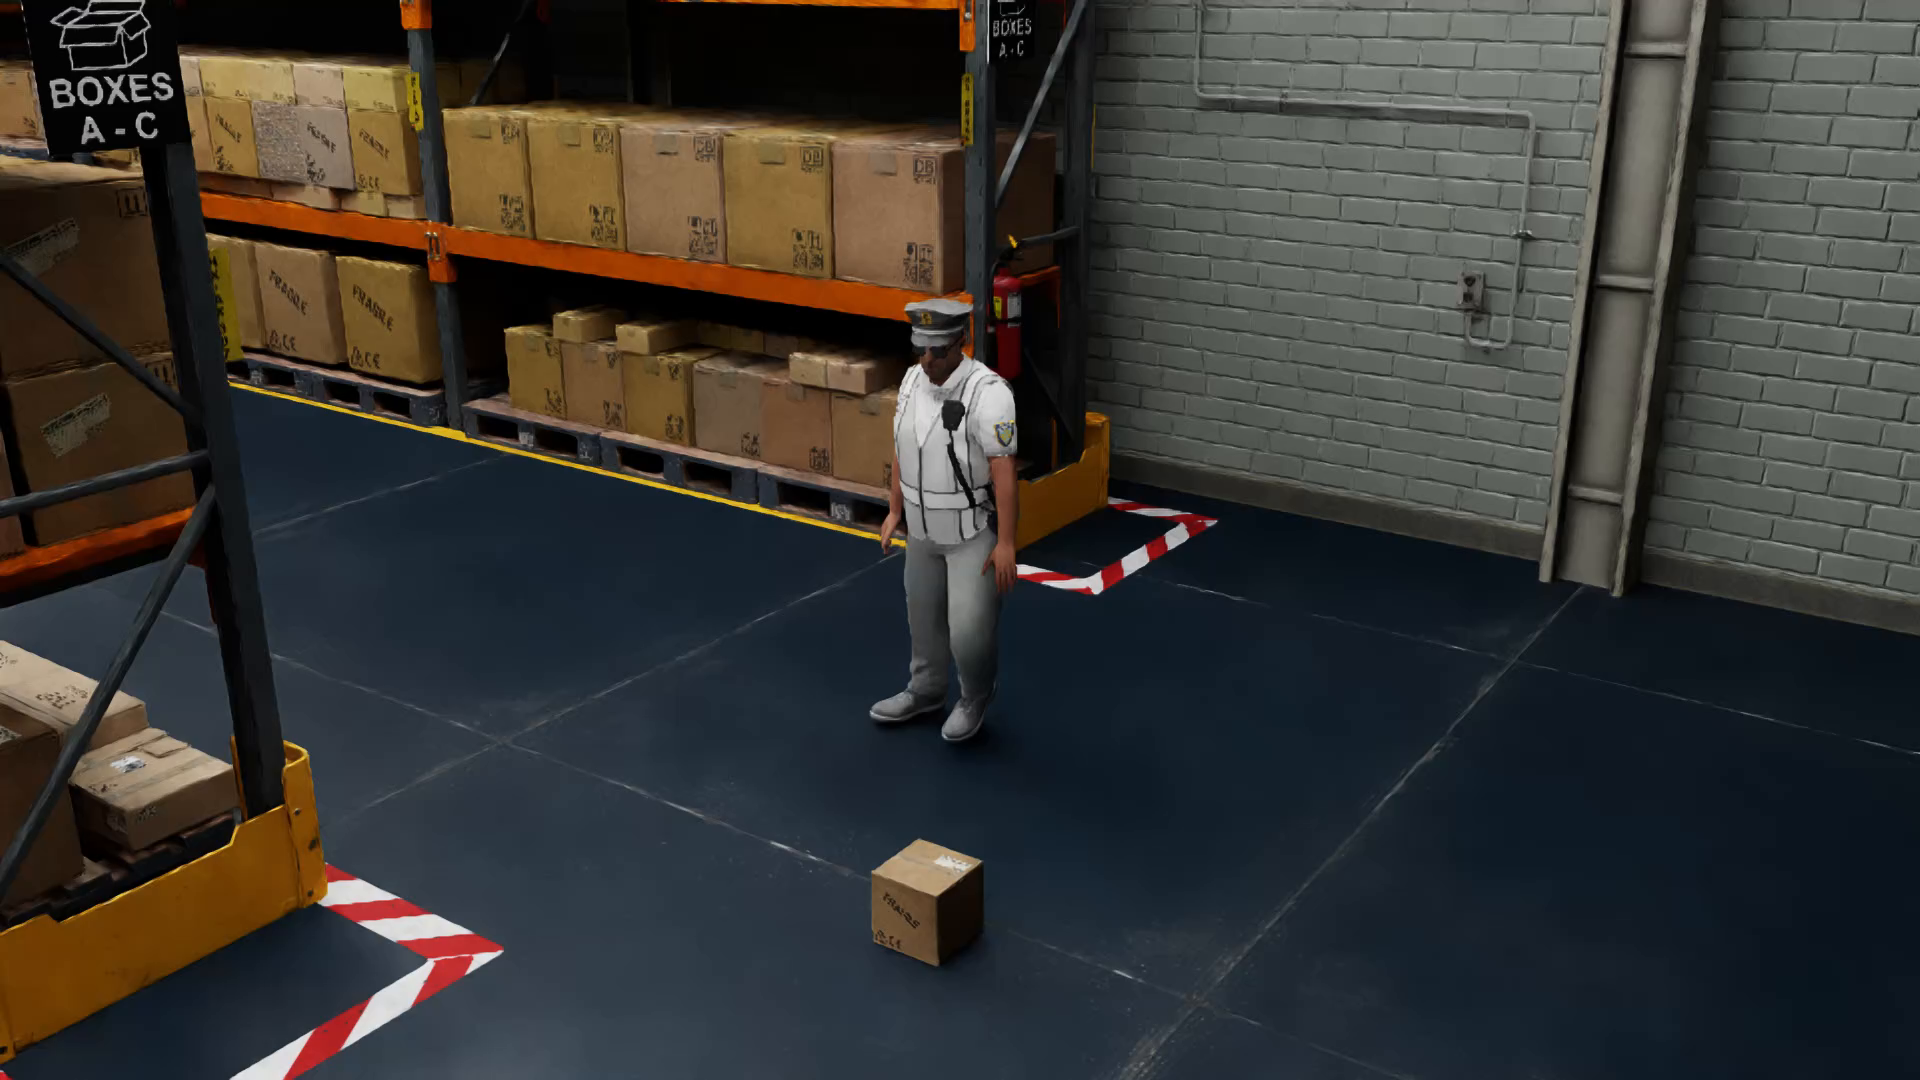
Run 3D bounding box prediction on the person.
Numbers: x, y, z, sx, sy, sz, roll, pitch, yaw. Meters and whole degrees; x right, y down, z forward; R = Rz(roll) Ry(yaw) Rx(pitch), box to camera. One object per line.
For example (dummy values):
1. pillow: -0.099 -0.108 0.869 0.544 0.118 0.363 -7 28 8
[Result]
1. person: -0.036 -0.051 6.155 0.725 1.732 0.423 16 25 38
